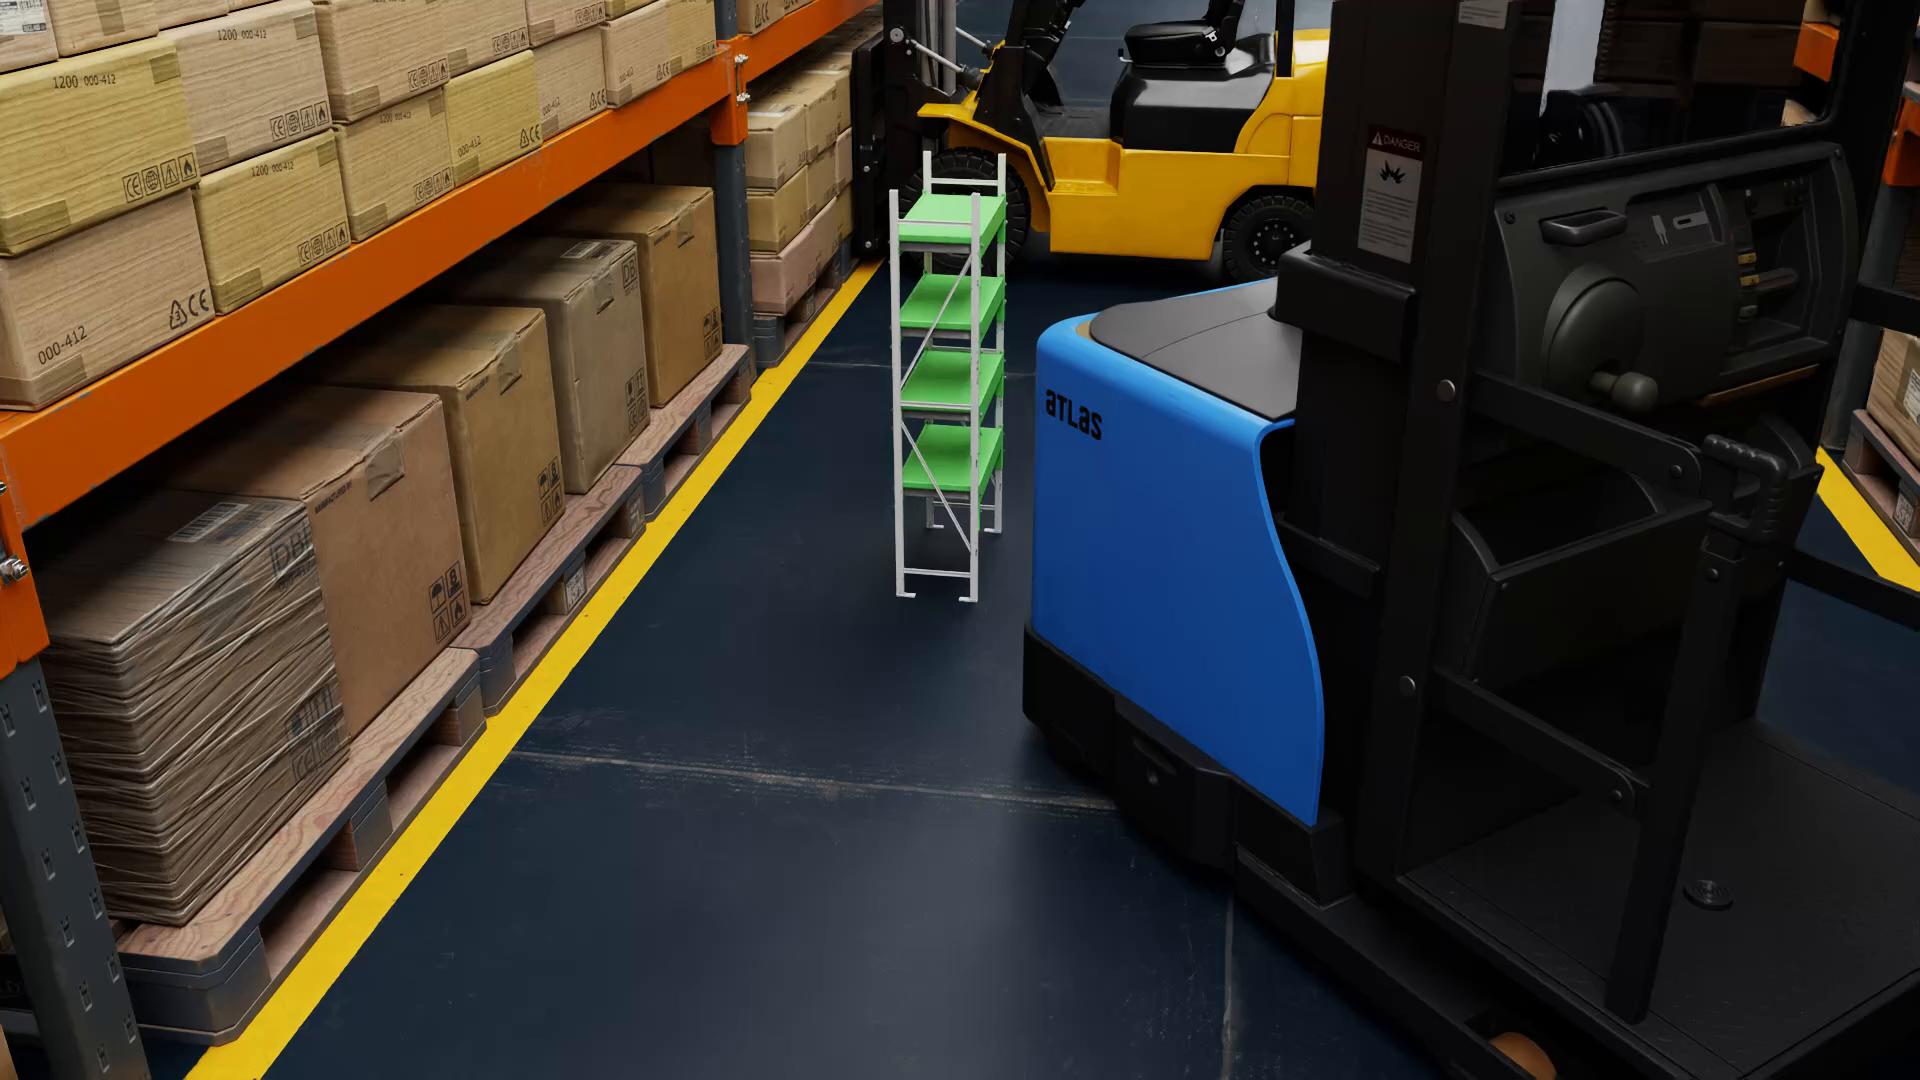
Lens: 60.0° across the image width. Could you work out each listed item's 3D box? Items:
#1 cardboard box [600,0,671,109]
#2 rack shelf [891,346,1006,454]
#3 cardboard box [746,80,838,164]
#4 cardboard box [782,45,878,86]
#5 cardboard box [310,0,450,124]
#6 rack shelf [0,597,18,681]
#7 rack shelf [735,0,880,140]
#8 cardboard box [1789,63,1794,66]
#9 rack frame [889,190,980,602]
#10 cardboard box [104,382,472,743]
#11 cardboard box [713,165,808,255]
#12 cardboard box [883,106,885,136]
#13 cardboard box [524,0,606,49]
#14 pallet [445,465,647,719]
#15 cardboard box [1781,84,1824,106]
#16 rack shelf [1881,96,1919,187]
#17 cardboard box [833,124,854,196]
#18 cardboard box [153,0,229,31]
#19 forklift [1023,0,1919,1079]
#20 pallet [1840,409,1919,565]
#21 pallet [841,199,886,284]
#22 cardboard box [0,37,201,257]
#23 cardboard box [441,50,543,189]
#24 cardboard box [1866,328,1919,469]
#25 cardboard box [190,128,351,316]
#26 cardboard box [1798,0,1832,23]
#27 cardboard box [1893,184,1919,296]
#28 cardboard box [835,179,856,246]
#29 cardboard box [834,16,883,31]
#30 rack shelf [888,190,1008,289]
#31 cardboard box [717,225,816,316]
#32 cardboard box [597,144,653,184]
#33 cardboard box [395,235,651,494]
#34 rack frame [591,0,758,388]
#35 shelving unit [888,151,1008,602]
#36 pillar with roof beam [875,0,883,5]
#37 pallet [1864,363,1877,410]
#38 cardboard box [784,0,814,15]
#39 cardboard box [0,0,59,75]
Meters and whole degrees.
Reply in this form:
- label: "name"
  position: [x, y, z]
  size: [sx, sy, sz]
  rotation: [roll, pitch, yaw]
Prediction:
- label: "cardboard box"
  position: [-1.210, -1.497, 5.087]
  size: [0.500, 0.250, 0.500]
  rotation: [4, 25, 8]
- label: "rack shelf"
  position: [-0.027, -0.416, 4.875]
  size: [0.258, 0.148, 0.480]
  rotation: [4, 25, 9]
- label: "cardboard box"
  position: [-0.827, -1.796, 7.118]
  size: [0.500, 0.250, 0.500]
  rotation: [4, 25, 9]
- label: "cardboard box"
  position: [-0.663, -2.224, 8.032]
  size: [0.500, 0.250, 0.500]
  rotation: [4, 25, 7]
- label: "cardboard box"
  position: [-1.463, -1.086, 3.619]
  size: [0.500, 0.250, 0.500]
  rotation: [3, 25, 7]
- label: "rack shelf"
  position: [-2.290, 0.830, 0.786]
  size: [1.077, 0.370, 4.000]
  rotation: [4, 25, 9]
- label: "rack shelf"
  position: [-0.982, -2.515, 7.934]
  size: [1.077, 0.370, 4.000]
  rotation: [4, 25, 9]
- label: "cardboard box"
  position: [3.753, -2.073, 8.003]
  size: [0.500, 0.500, 0.500]
  rotation: [3, 25, 7]
- label: "rack frame"
  position: [-0.067, -0.372, 4.630]
  size: [0.240, 1.200, 0.015]
  rotation: [4, 25, 9]
- label: "cardboard box"
  position: [-1.748, 0.020, 3.975]
  size: [0.875, 0.625, 0.625]
  rotation: [5, 26, 10]
- label: "cardboard box"
  position: [-0.925, -1.357, 6.769]
  size: [0.500, 0.250, 0.500]
  rotation: [4, 25, 8]
- label: "cardboard box"
  position: [-0.583, -2.197, 8.564]
  size: [0.500, 0.250, 0.500]
  rotation: [3, 25, 7]
- label: "cardboard box"
  position: [-1.303, -1.511, 4.527]
  size: [0.500, 0.250, 0.500]
  rotation: [5, 25, 10]
- label: "pallet"
  position: [-1.588, 0.081, 4.828]
  size: [1.003, 0.211, 1.213]
  rotation: [4, 25, 9]
- label: "cardboard box"
  position: [3.584, -1.639, 7.077]
  size: [0.500, 0.500, 0.500]
  rotation: [5, 26, 11]
- label: "rack shelf"
  position: [3.262, -0.500, 3.629]
  size: [1.077, 0.370, 4.000]
  rotation: [4, 25, 9]
- label: "cardboard box"
  position: [-0.751, -1.777, 7.667]
  size: [0.500, 0.250, 0.500]
  rotation: [4, 25, 8]
- label: "cardboard box"
  position: [-1.561, -1.005, 2.975]
  size: [0.380, 0.149, 0.250]
  rotation: [5, 25, 10]
- label: "forklift"
  position: [1.369, -0.428, 2.708]
  size: [1.130, 2.935, 3.031]
  rotation: [-15, 29, -29]
- label: "pallet"
  position: [3.463, -0.074, 5.159]
  size: [1.003, 0.211, 1.213]
  rotation: [4, 25, 9]
- label: "pallet"
  position: [-0.941, -1.583, 8.383]
  size: [1.003, 0.211, 1.213]
  rotation: [4, 25, 9]
- label: "cardboard box"
  position: [-1.624, -0.657, 2.703]
  size: [0.500, 0.250, 0.500]
  rotation: [4, 25, 8]
- label: "cardboard box"
  position: [-1.398, -1.075, 4.186]
  size: [0.500, 0.250, 0.500]
  rotation: [5, 26, 10]
- label: "cardboard box"
  position: [3.505, -0.443, 5.262]
  size: [0.950, 0.372, 0.625]
  rotation: [4, 25, 9]
- label: "cardboard box"
  position: [-1.562, -0.643, 3.261]
  size: [0.500, 0.250, 0.500]
  rotation: [3, 25, 7]
- label: "cardboard box"
  position: [3.503, -2.129, 6.557]
  size: [0.380, 0.149, 0.250]
  rotation: [4, 25, 8]
- label: "cardboard box"
  position: [3.421, -1.213, 6.167]
  size: [0.500, 0.500, 0.500]
  rotation: [4, 25, 8]
- label: "cardboard box"
  position: [-0.767, -1.558, 7.789]
  size: [0.500, 0.250, 0.500]
  rotation: [4, 25, 9]
- label: "cardboard box"
  position: [-0.500, -2.647, 8.936]
  size: [0.500, 0.250, 0.500]
  rotation: [4, 25, 9]
- label: "rack shelf"
  position: [-0.027, -0.851, 4.671]
  size: [0.258, 0.148, 0.480]
  rotation: [4, 25, 9]
- label: "cardboard box"
  position: [-0.903, -1.129, 6.872]
  size: [0.500, 0.250, 0.500]
  rotation: [4, 25, 9]
- label: "cardboard box"
  position: [-1.419, -1.622, 6.745]
  size: [0.500, 0.250, 0.500]
  rotation: [5, 25, 10]
- label: "cardboard box"
  position: [-1.518, -0.576, 5.249]
  size: [0.875, 0.625, 0.625]
  rotation: [4, 25, 8]
- label: "rack frame"
  position: [-1.309, -2.005, 5.995]
  size: [1.000, 3.000, 0.127]
  rotation: [4, 25, 9]
- label: "shelving unit"
  position: [-0.027, -0.474, 4.848]
  size: [0.258, 1.200, 0.503]
  rotation: [4, 25, 9]
- label: "pillar with roof beam"
  position: [3.570, -8.377, 12.532]
  size: [9.100, 9.000, 0.400]
  rotation: [4, 25, 9]
- label: "pallet"
  position: [3.664, -0.683, 6.460]
  size: [1.003, 0.211, 1.213]
  rotation: [4, 25, 9]
- label: "cardboard box"
  position: [-0.910, -2.437, 6.799]
  size: [0.500, 0.500, 0.500]
  rotation: [4, 25, 9]
- label: "cardboard box"
  position: [-1.620, -0.784, 2.503]
  size: [0.380, 0.149, 0.250]
  rotation: [5, 26, 10]
